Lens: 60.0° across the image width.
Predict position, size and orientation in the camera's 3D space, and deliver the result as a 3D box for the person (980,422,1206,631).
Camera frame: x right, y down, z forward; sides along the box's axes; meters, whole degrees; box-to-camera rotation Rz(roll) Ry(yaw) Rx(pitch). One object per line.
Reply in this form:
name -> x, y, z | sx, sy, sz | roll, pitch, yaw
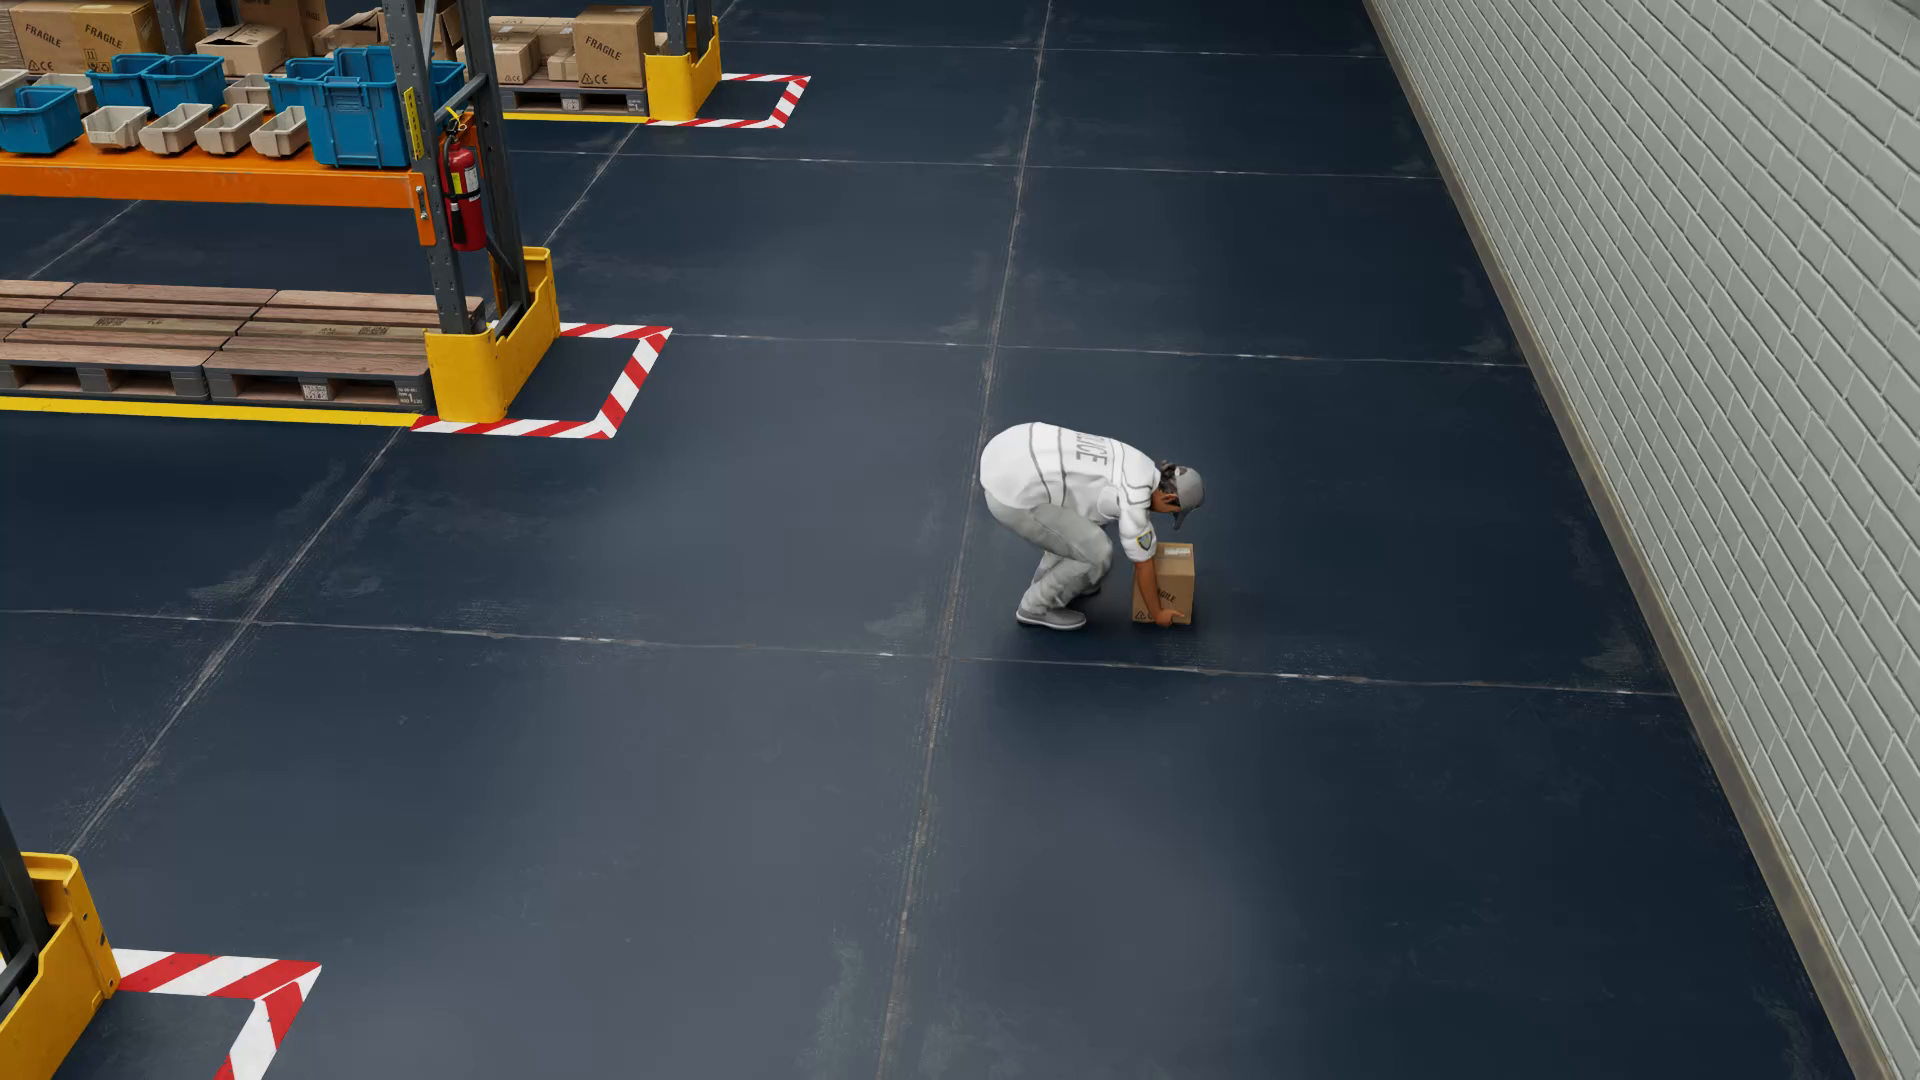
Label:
person -> 0.553, -0.068, 7.020 | 0.939, 0.855, 0.510 | 1, 32, 2
